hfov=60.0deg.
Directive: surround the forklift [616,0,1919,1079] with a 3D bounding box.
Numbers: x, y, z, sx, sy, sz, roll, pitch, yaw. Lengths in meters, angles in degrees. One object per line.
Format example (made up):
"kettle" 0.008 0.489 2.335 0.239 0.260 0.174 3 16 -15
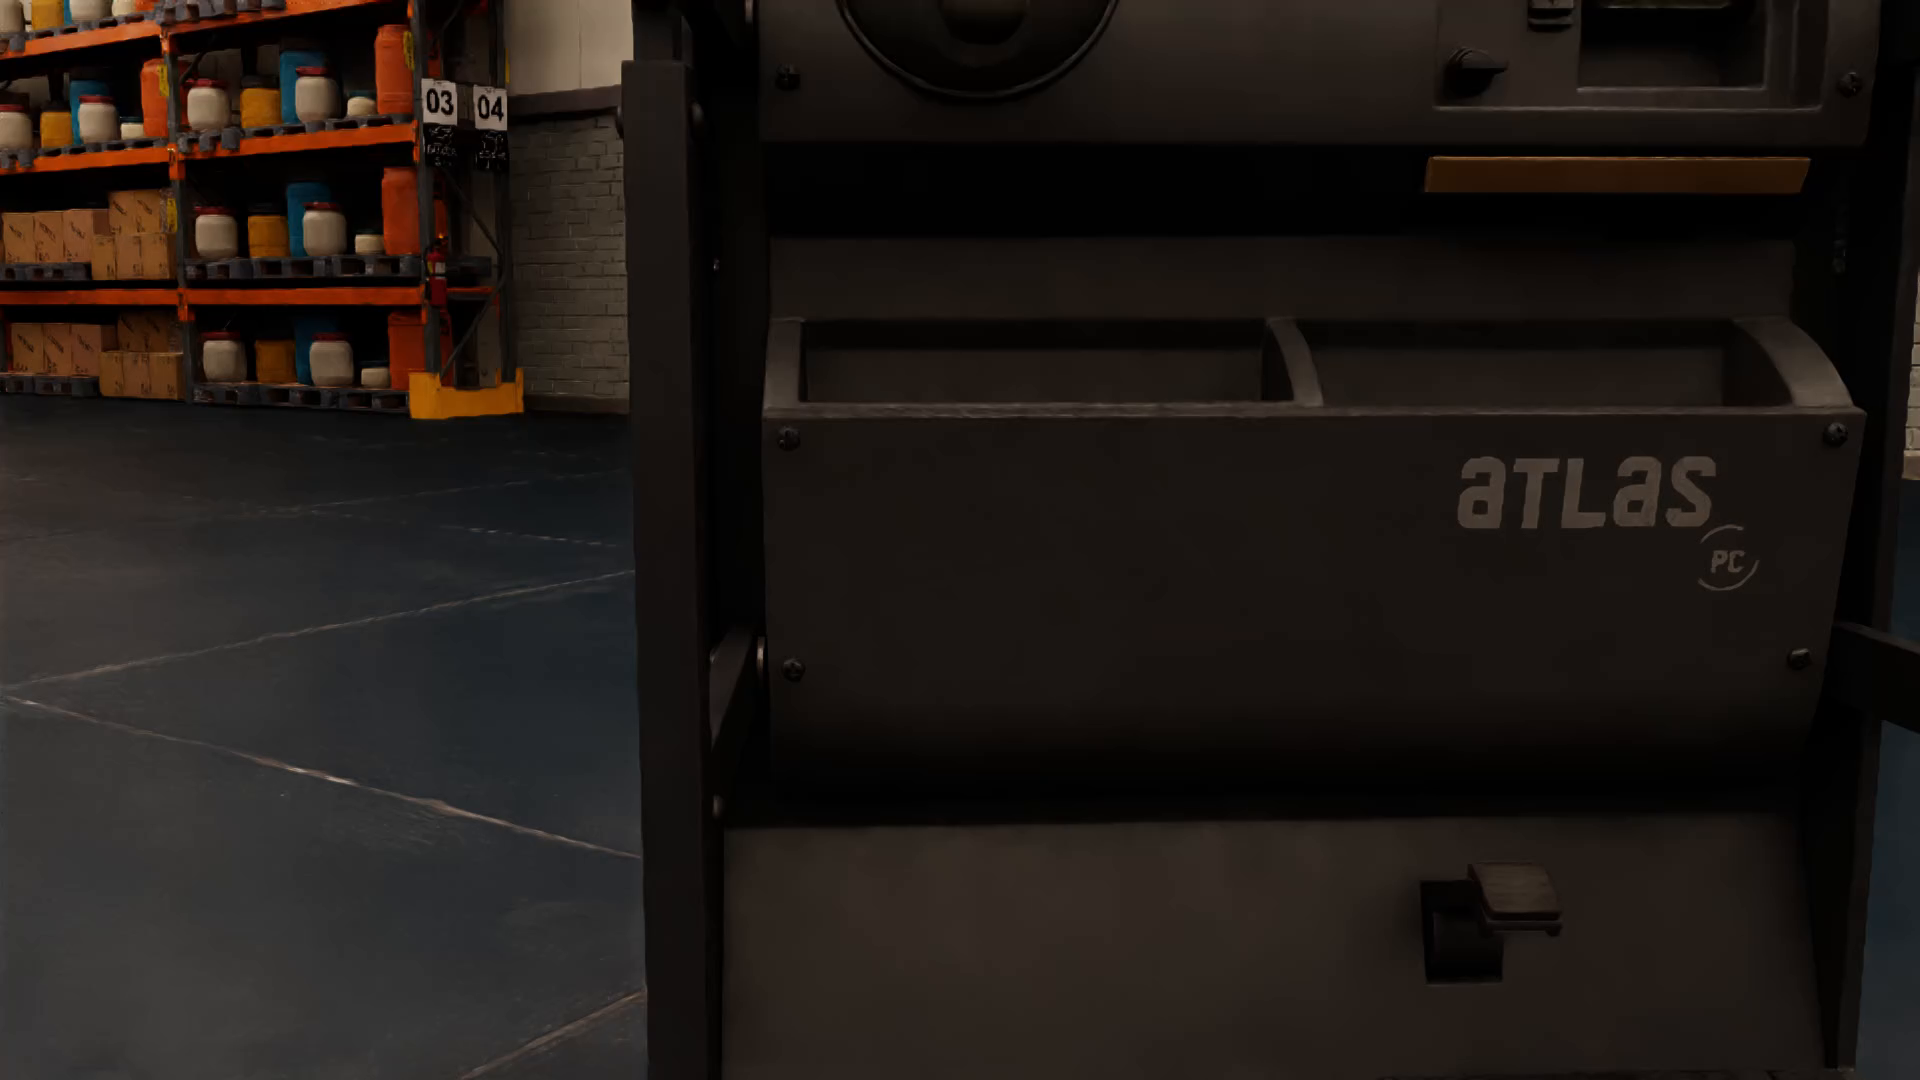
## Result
"forklift" 0.311 -0.567 1.177 1.130 2.935 3.031 0 8 -3
